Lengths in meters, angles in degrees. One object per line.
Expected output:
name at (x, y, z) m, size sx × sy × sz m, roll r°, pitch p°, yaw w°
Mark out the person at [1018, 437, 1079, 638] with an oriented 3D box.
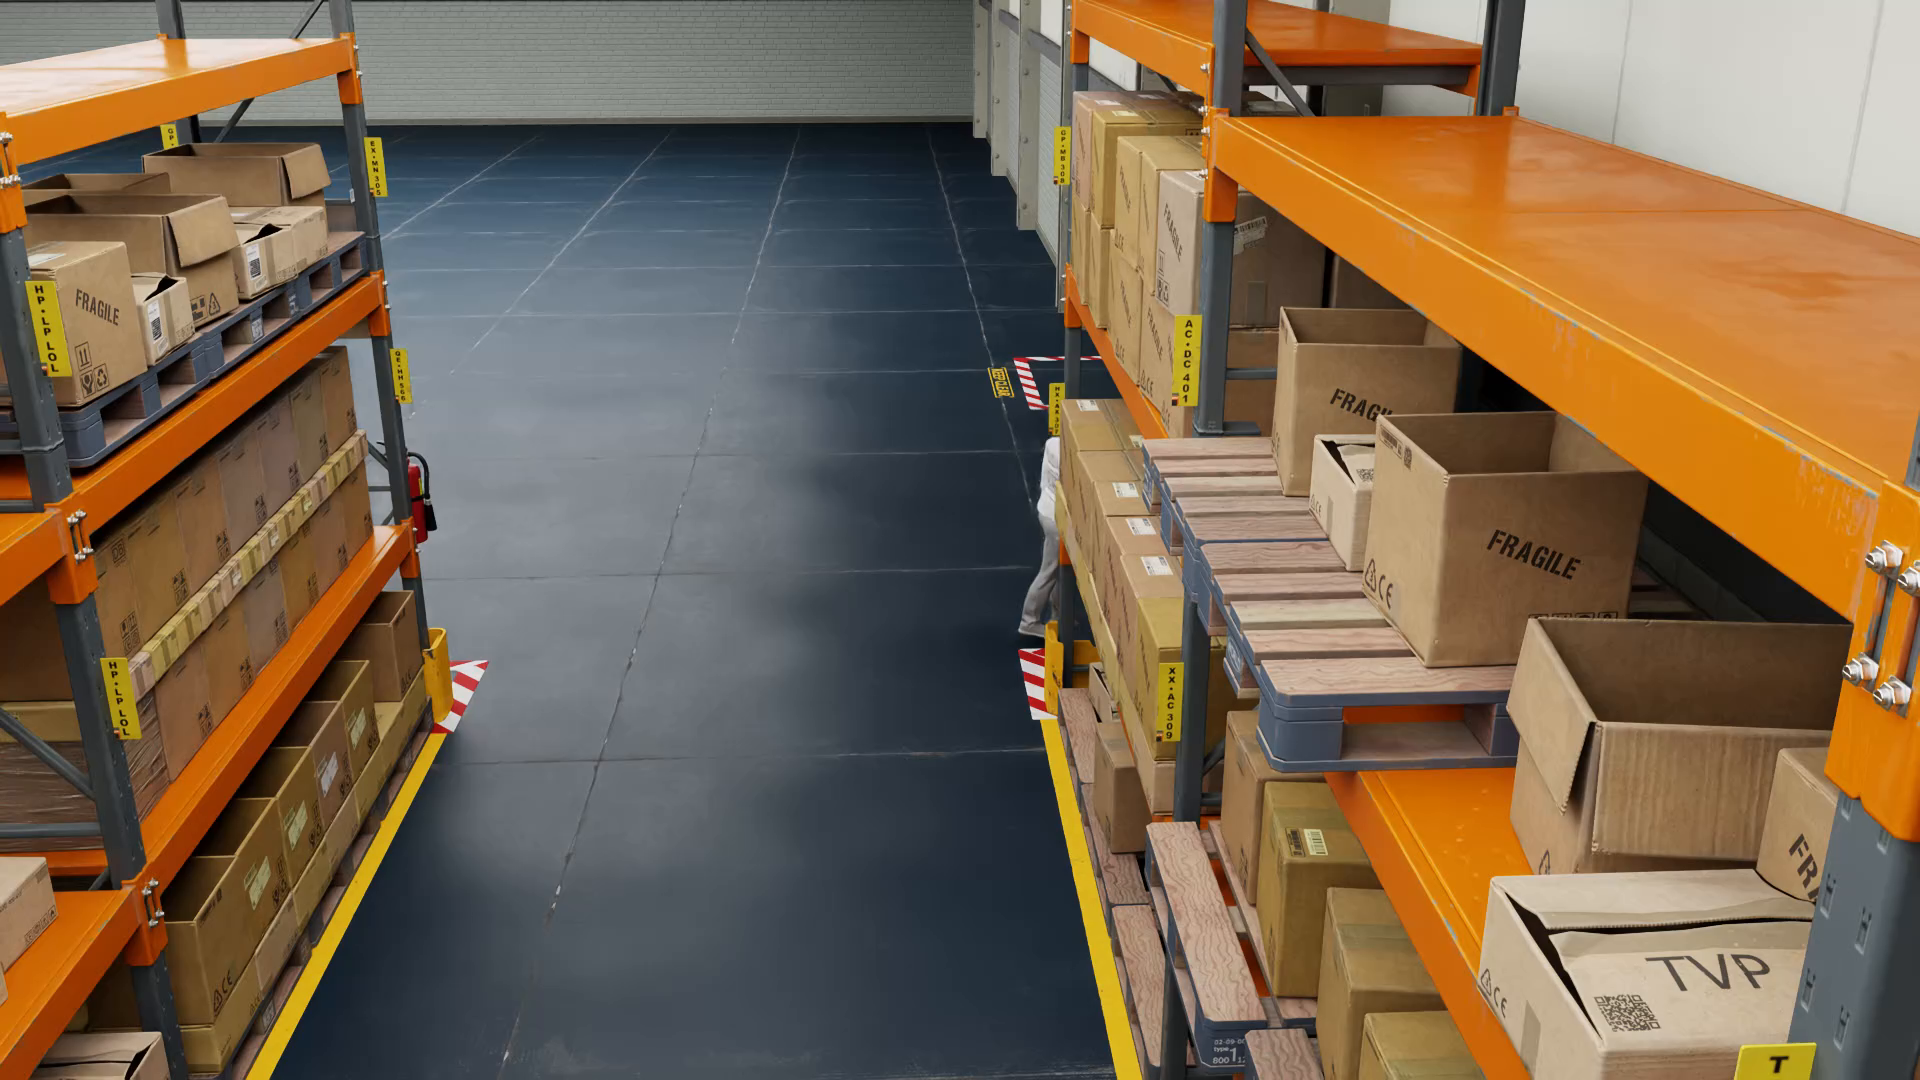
person at (0.651, -0.091, 11.350) m, size 0.504 × 1.713 × 0.509 m, roll -5°, pitch 21°, yaw -13°
